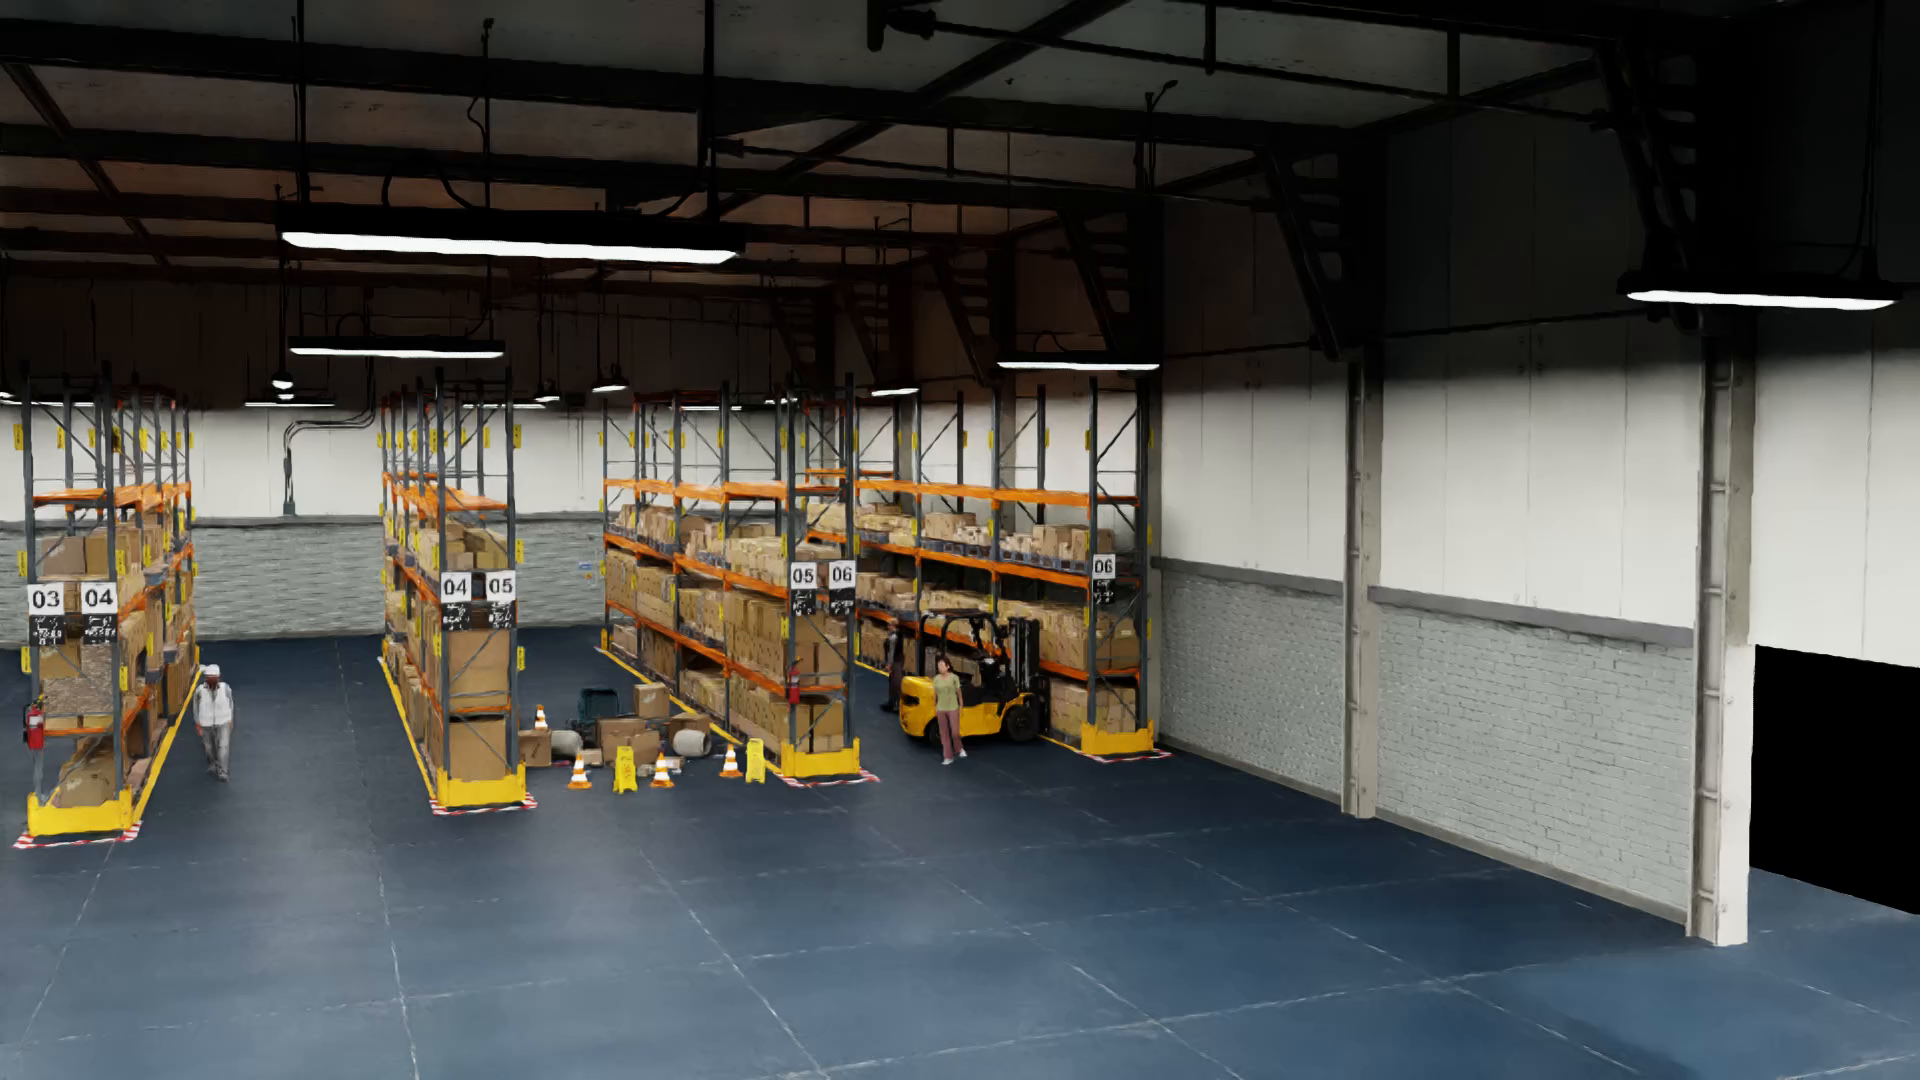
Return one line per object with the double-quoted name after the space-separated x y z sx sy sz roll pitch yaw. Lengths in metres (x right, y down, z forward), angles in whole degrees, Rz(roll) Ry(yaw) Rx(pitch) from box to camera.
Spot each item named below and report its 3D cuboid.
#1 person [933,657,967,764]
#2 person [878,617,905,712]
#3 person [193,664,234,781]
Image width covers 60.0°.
-0.160 2.623 25.772 0.514 1.664 0.504 1 4 15 "person"
-1.243 2.281 30.712 0.570 1.718 0.626 0 3 6 "person"
-11.010 2.667 24.516 0.543 1.700 1.115 -1 4 -19 "person"
